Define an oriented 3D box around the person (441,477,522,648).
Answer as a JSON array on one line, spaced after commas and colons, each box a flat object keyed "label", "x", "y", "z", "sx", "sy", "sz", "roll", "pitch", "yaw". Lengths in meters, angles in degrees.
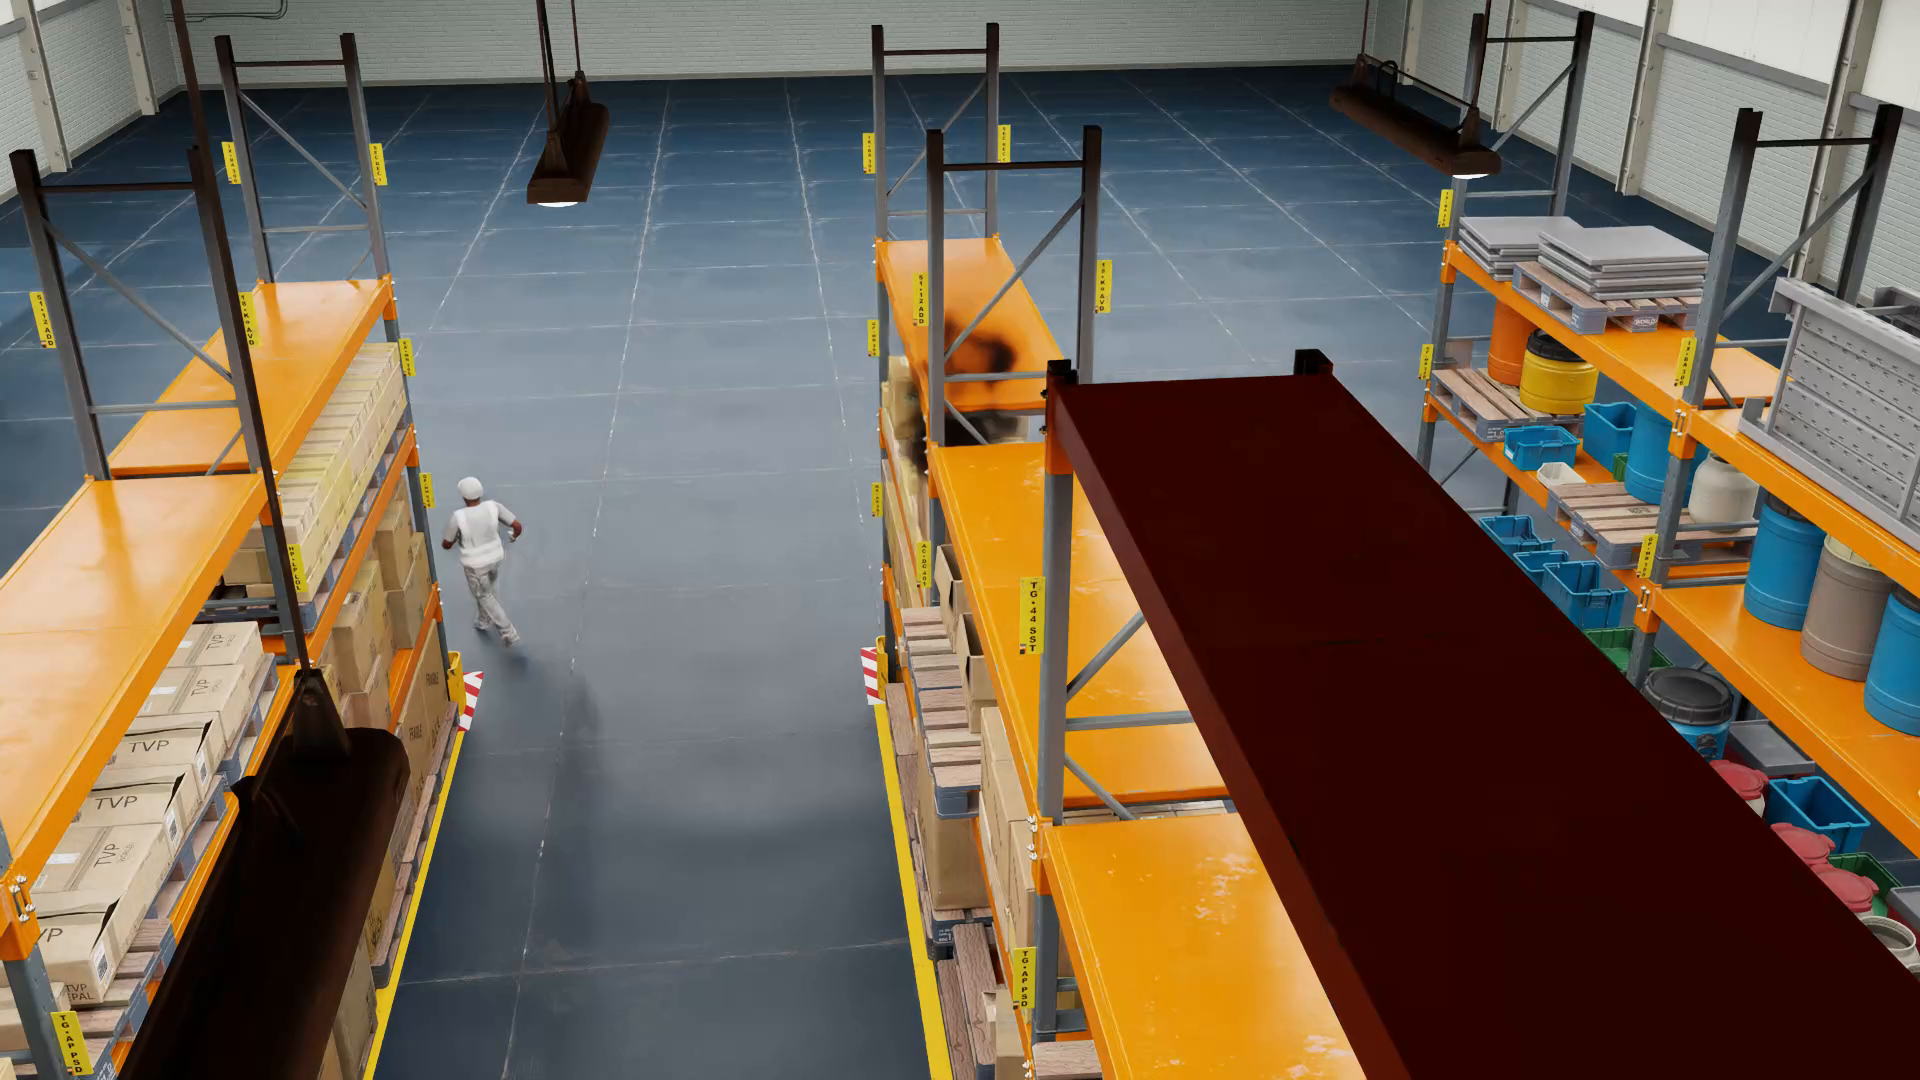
[{"label": "person", "x": -4.616, "y": 0.202, "z": 15.996, "sx": 0.930, "sy": 1.791, "sz": 0.751, "roll": 21, "pitch": 33, "yaw": 37}]
